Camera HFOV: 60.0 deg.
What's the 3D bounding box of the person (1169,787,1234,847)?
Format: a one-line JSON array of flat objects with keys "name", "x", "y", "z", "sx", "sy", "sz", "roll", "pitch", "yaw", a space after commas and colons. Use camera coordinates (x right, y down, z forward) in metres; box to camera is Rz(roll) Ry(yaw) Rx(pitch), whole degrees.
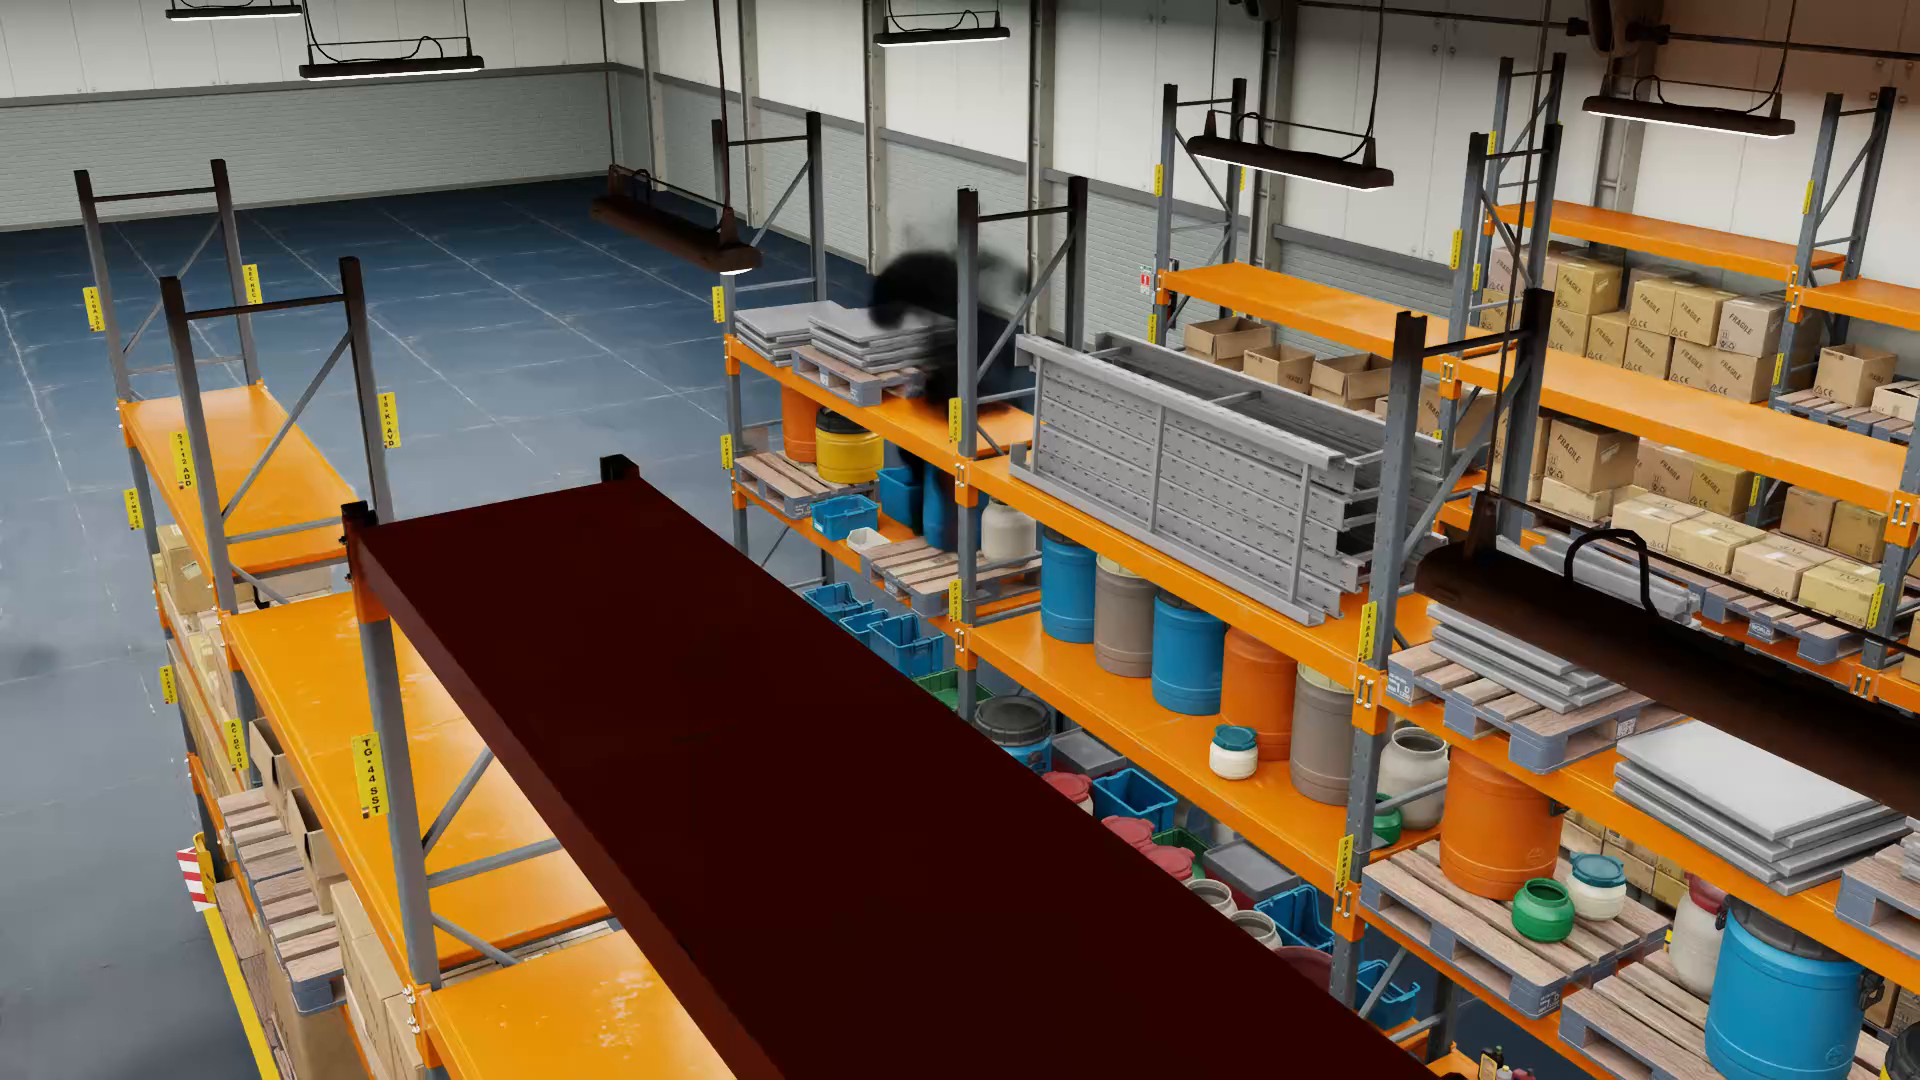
[{"name": "person", "x": 1.936, "y": 1.892, "z": 13.473, "sx": 0.648, "sy": 1.830, "sz": 0.865, "roll": -14, "pitch": 26, "yaw": -31}]
